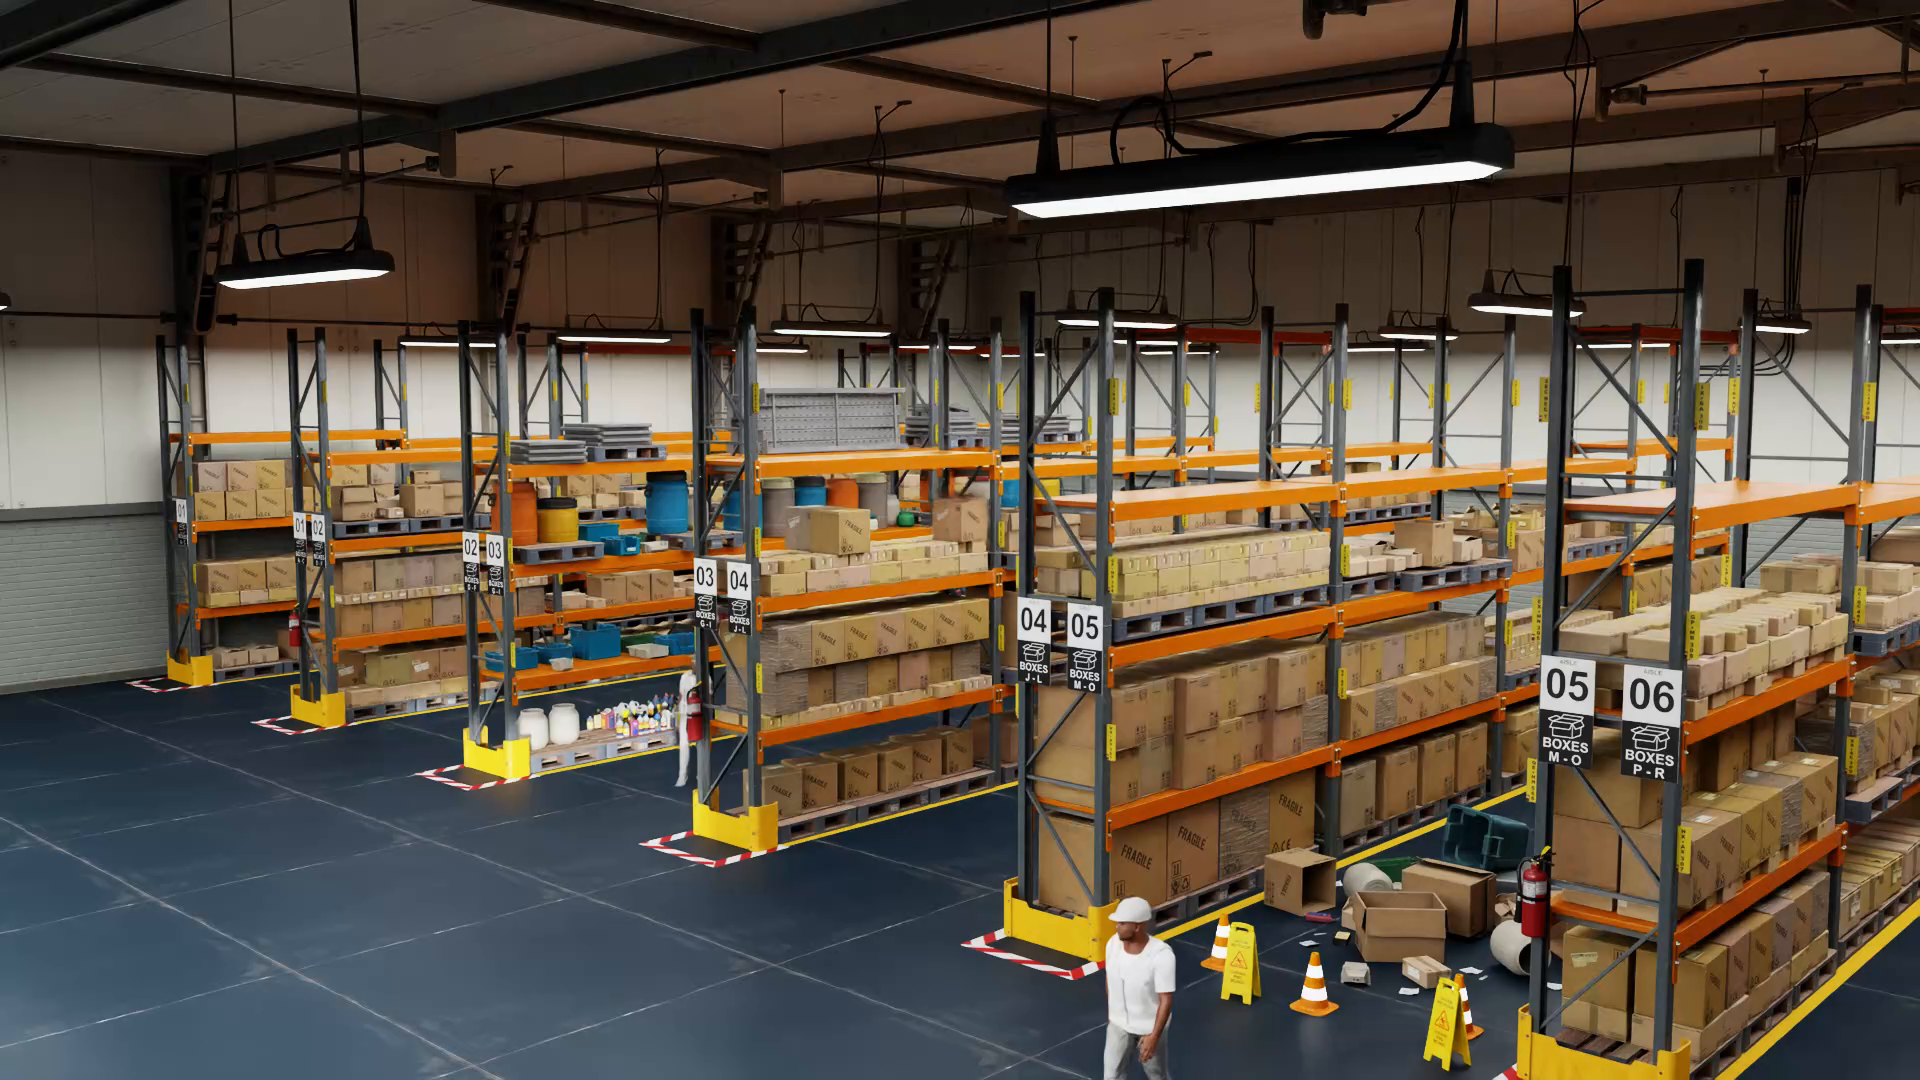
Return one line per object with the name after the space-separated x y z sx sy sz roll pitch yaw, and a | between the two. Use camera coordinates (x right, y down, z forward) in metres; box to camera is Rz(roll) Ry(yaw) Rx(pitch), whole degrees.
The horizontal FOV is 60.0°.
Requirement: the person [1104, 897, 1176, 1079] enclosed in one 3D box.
1.140 3.239 11.079 0.599 1.719 0.968 4 7 35 | person

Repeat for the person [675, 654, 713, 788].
-3.450 2.335 21.565 0.470 1.696 0.623 0 5 2 | person
